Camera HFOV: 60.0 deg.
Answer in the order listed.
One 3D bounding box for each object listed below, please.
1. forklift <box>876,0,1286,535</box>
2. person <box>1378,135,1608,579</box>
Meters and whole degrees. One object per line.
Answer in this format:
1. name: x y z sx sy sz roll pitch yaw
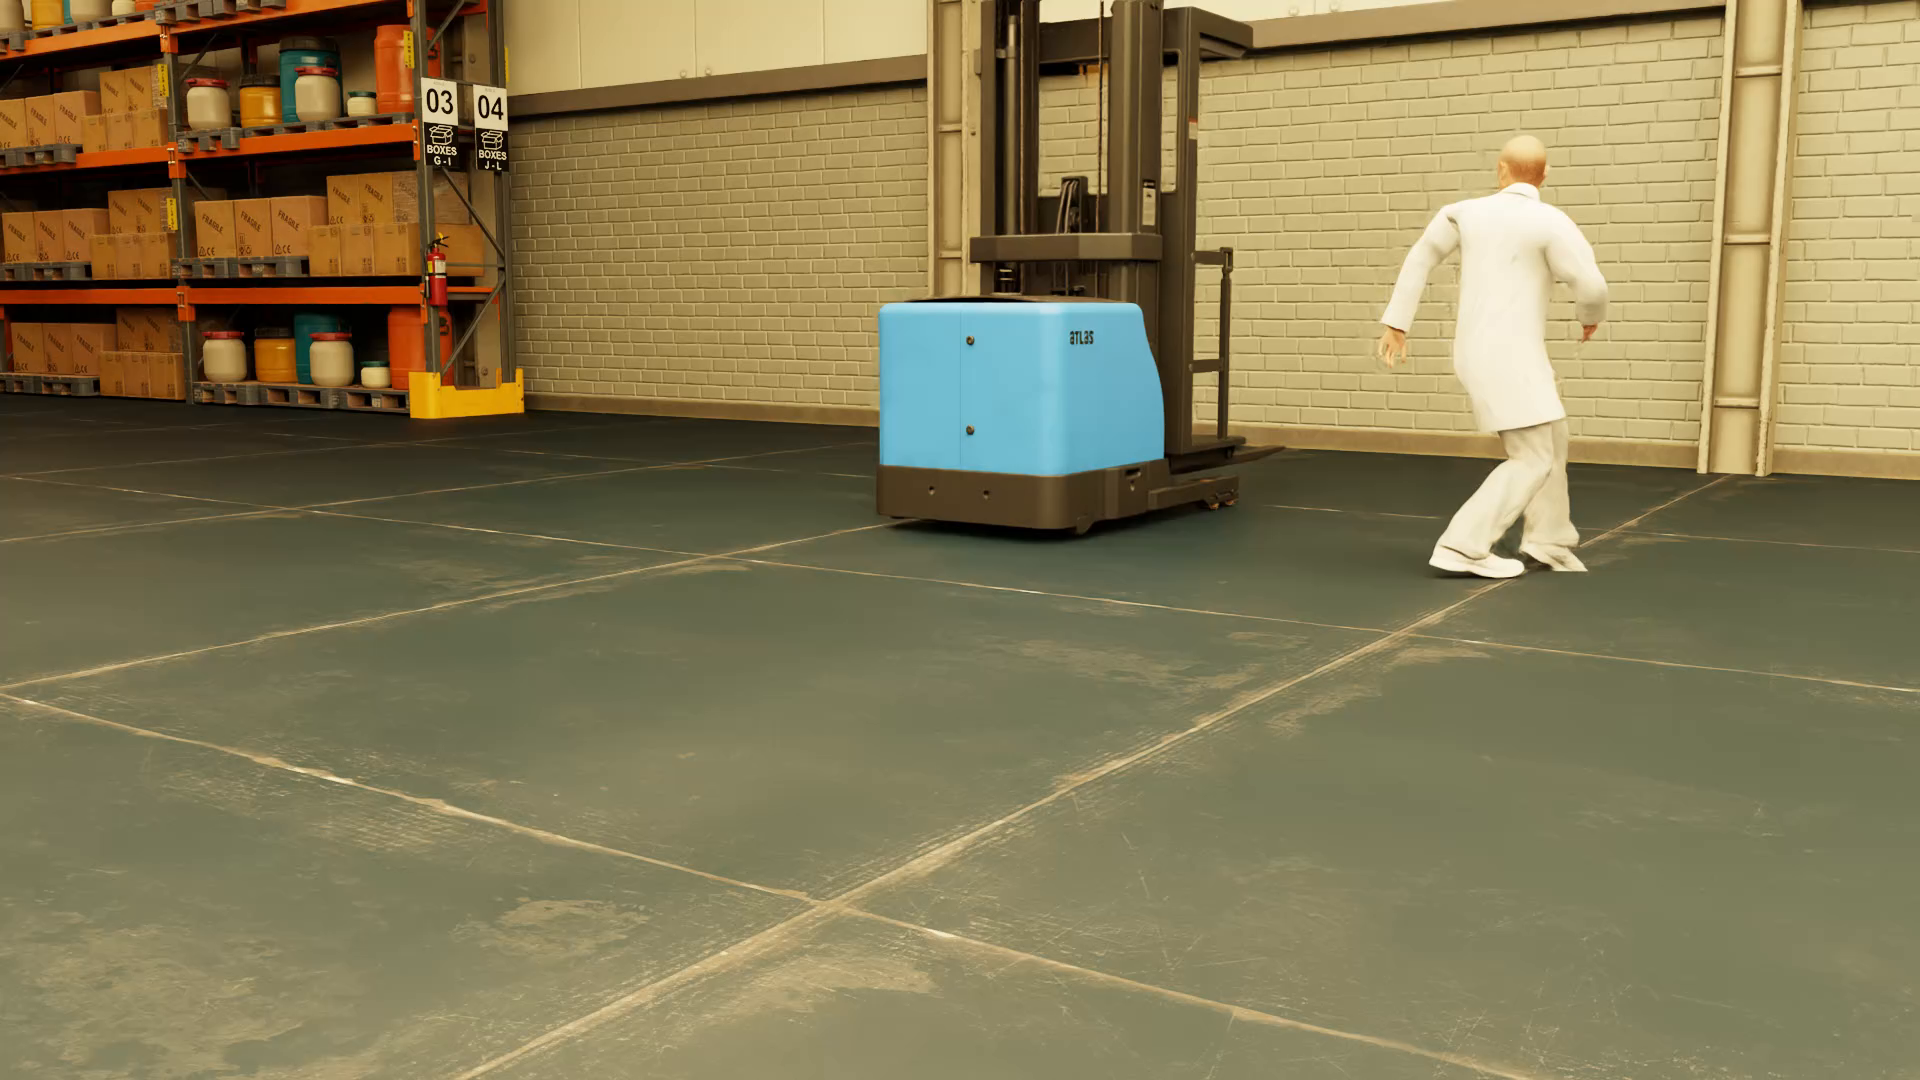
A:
1. forklift: 0.836 -1.640 8.724 1.130 2.935 3.031 5 10 33
2. person: 2.152 -0.676 6.532 0.888 1.784 0.655 -2 8 -11
